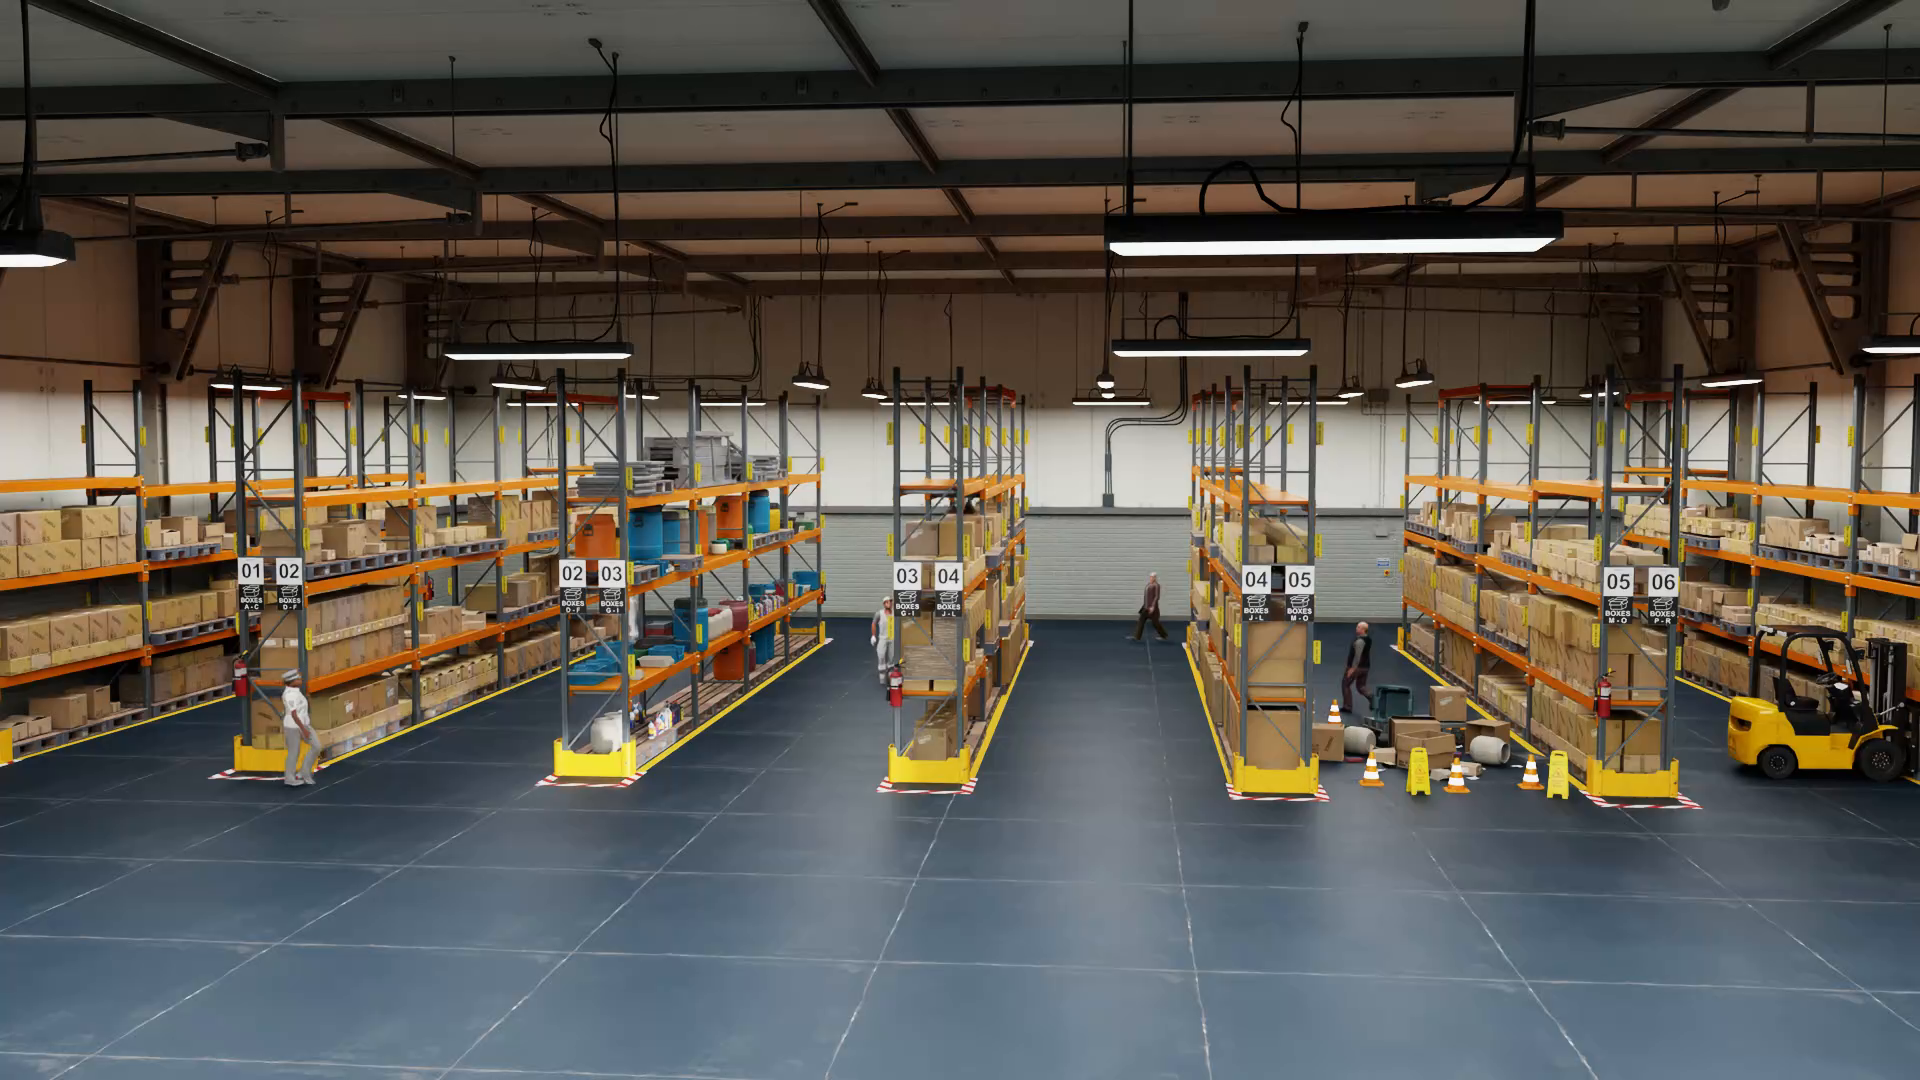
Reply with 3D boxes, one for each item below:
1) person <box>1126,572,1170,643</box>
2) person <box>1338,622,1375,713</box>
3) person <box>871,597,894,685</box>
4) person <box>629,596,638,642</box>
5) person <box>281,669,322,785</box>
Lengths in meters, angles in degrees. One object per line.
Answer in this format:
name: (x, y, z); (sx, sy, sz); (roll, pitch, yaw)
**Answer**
person: (4.593, 1.665, 40.210); (1.070, 1.668, 0.650); (-2, 4, -24)
person: (7.182, 2.310, 30.041); (0.578, 1.664, 0.803); (-2, 4, -33)
person: (-1.476, 2.061, 33.925); (0.694, 1.805, 0.877); (0, 4, 4)
person: (-7.116, 1.855, 36.114); (0.446, 1.780, 0.654); (0, 4, -4)
person: (-9.440, 2.694, 23.722); (0.495, 1.695, 0.463); (1, 4, 13)
